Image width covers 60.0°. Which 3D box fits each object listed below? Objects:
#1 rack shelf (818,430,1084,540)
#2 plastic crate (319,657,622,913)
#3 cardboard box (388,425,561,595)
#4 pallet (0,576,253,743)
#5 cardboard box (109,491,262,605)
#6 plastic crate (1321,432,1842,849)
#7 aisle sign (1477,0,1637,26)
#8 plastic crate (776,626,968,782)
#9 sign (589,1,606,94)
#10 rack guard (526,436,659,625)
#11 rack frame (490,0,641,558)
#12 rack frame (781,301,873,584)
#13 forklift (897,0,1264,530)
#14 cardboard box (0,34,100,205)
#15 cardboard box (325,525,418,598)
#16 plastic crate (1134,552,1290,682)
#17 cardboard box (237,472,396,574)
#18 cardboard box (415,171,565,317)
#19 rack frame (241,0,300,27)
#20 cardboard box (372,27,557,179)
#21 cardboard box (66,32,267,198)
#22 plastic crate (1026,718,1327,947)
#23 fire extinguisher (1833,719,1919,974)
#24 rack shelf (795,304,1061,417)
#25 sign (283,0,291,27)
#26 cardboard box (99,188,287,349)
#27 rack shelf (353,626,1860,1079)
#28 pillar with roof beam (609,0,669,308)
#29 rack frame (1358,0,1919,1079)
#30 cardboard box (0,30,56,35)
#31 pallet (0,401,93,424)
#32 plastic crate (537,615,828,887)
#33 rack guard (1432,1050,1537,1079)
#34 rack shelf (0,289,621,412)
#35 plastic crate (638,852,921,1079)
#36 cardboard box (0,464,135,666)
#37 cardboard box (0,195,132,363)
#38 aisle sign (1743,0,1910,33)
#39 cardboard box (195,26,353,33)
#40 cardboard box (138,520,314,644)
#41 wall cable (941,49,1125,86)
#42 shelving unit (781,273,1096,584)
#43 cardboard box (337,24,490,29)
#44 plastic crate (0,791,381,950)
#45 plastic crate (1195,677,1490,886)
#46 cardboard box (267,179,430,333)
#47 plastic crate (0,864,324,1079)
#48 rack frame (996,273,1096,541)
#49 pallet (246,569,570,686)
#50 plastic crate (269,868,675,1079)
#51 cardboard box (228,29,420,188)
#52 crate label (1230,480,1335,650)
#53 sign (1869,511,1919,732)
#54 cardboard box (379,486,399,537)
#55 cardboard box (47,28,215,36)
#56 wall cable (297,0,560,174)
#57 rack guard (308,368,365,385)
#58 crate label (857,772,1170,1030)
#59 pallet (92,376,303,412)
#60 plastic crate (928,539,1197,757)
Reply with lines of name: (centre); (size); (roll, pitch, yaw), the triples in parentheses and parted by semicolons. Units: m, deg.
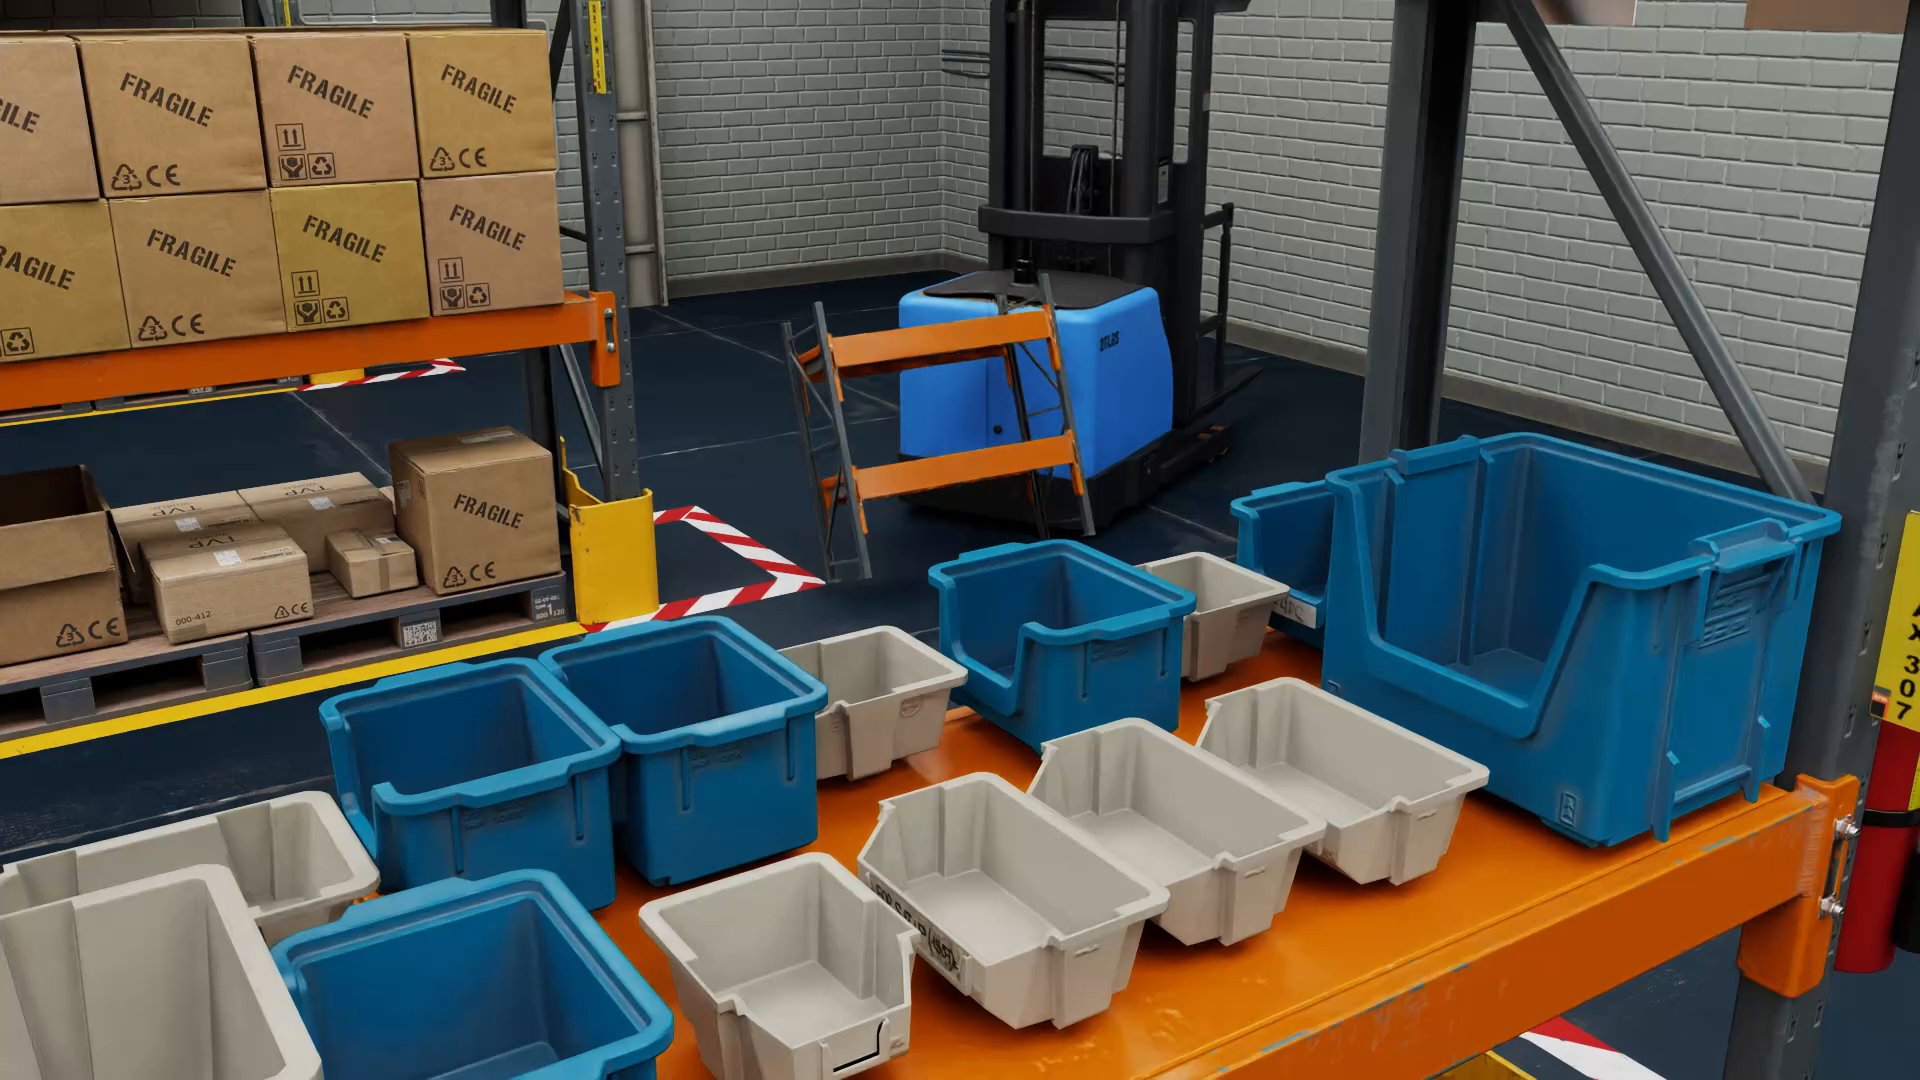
rack shelf: (-0.051, -0.230, 7.074); (1.000, 0.278, 0.538); (-11, 1, -22)
plastic crate: (-0.641, 0.348, 2.199); (0.300, 0.233, 0.416); (-12, 22, -31)
cardboard box: (-1.944, -0.131, 6.665); (0.500, 0.500, 0.500); (-12, 22, -31)
pallet: (-3.372, 0.420, 6.173); (1.213, 0.211, 1.003); (-12, 22, -31)
cardboard box: (-3.070, 0.022, 6.604); (0.500, 0.250, 0.500); (-12, 22, -31)
plastic crate: (0.919, 0.121, 2.555); (0.499, 0.435, 0.616); (-12, 22, -31)
aisle sign: (0.993, -1.267, 2.749); (0.004, 0.787, 0.394); (-12, 22, -31)
plastic crate: (-0.171, 0.263, 2.602); (0.298, 0.136, 0.250); (-12, 22, -31)
sign: (-1.337, -1.815, 6.128); (0.005, 0.325, 0.100); (-12, 22, -31)
rack guard: (-1.688, -0.071, 7.174); (0.348, 0.500, 1.175); (-12, 22, -31)
rack frame: (-1.625, -1.269, 6.814); (0.127, 3.000, 1.000); (-12, 22, -31)
rack frame: (-0.558, -0.384, 6.879); (0.032, 1.125, 0.500); (-11, 1, -22)
forklift: (0.842, -1.860, 8.671); (1.130, 2.935, 3.031); (10, 21, 27)
cardboard box: (-3.126, -1.365, 5.383); (0.500, 0.500, 0.500); (-11, 22, -30)
cardboard box: (-2.331, 0.074, 6.579); (0.250, 0.166, 0.380); (-12, 22, -31)
plastic crate: (0.395, 0.143, 2.955); (0.298, 0.136, 0.250); (-12, 22, -31)
cardboard box: (-2.653, -0.066, 6.864); (0.500, 0.250, 0.500); (-12, 22, -31)
cardboard box: (-1.849, -1.164, 6.349); (0.500, 0.500, 0.500); (-11, 22, -30)
rack frame: (-4.353, -2.593, 10.731); (0.127, 3.000, 1.000); (-12, 22, -31)
cardboard box: (-1.845, -1.638, 6.188); (0.500, 0.500, 0.500); (-12, 22, -32)
cardboard box: (-2.697, -1.456, 5.650); (0.500, 0.500, 0.500); (-11, 22, -30)
plastic crate: (0.265, 0.393, 2.218); (0.243, 0.136, 0.396); (-12, 22, -31)
fire extinguisher: (1.472, 0.365, 2.684); (0.183, 0.674, 0.296); (-12, 22, -31)
rack shelf: (-0.148, -0.759, 7.067); (1.000, 0.278, 0.538); (-11, 1, -22)
sign: (-4.066, -3.106, 10.071); (0.005, 0.325, 0.100); (-12, 22, -31)
cardboard box: (-2.700, -0.986, 5.820); (0.500, 0.500, 0.500); (-12, 22, -31)
rack shelf: (-0.574, 0.750, 1.966); (4.000, 0.370, 1.077); (-12, 22, -31)
pillar with roof beam: (-0.206, -4.990, 8.455); (0.400, 9.000, 9.100); (-12, 22, -31)
rack frame: (1.098, 0.058, 2.890); (0.053, 2.616, 0.949); (-12, 22, -31)
cardboard box: (-3.417, -1.511, 5.814); (0.500, 0.500, 0.500); (-12, 22, -32)
pallet: (-5.995, -0.897, 10.067); (1.213, 0.211, 1.003); (-12, 22, -31)
plastic crate: (-0.391, 0.295, 2.356); (0.300, 0.233, 0.416); (-12, 22, -31)
rack guard: (1.109, 1.233, 3.316); (0.348, 0.500, 1.175); (-12, 22, -31)
rack shelf: (-3.295, -0.576, 5.887); (4.000, 0.370, 1.077); (-12, 22, -31)
plastic crate: (-0.192, 0.505, 1.884); (0.250, 0.136, 0.298); (-12, 22, -31)
cardboard box: (-3.399, 0.078, 6.042); (0.637, 0.503, 0.797); (-12, 22, -31)
cardboard box: (-3.121, -0.897, 5.558); (0.500, 0.500, 0.500); (-12, 22, -32)
aisle sign: (1.317, -1.109, 2.282); (0.004, 0.787, 0.394); (-12, 22, -31)
cardboard box: (-2.573, -1.688, 6.337); (0.500, 0.500, 0.500); (-12, 22, -31)
cardboard box: (-2.754, 0.147, 6.234); (0.500, 0.250, 0.500); (-12, 22, -31)
wall cable: (0.568, -4.865, 12.932); (0.112, 2.526, 3.097); (-12, 22, -31)
shelving unit: (-0.095, -0.471, 7.071); (1.048, 1.125, 0.538); (-11, 1, -22)
cardboard box: (-2.141, -1.782, 6.615); (0.500, 0.500, 0.500); (-11, 22, -30)
plastic crate: (-0.956, 0.471, 1.986); (0.466, 0.136, 0.293); (-12, 22, -31)
plastic crate: (0.515, 0.346, 2.357); (0.243, 0.136, 0.396); (-12, 22, -31)
cardboard box: (-2.281, -1.072, 6.076); (0.500, 0.500, 0.500); (-12, 22, -31)
plastic crate: (-0.868, 0.570, 1.468); (0.530, 0.282, 0.437); (-12, 22, -31)
rack frame: (0.368, -0.558, 7.262); (0.032, 1.125, 0.500); (-11, 1, -22)
pallet: (-2.354, 0.207, 6.805); (1.213, 0.211, 1.003); (-12, 22, -31)
plastic crate: (-0.478, 0.538, 1.637); (0.300, 0.233, 0.416); (-12, 22, -31)
cardboard box: (-2.267, -1.548, 5.924); (0.500, 0.500, 0.500); (-11, 22, -30)
crate label: (0.709, 0.063, 3.042); (0.303, 0.233, 0.416); (-12, 22, -31)
sign: (1.412, 0.124, 2.440); (0.005, 0.325, 0.100); (-12, 22, -31)
cardboard box: (-2.373, -0.109, 7.120); (0.250, 0.166, 0.380); (-12, 22, -31)
cardboard box: (-2.994, -1.601, 6.080); (0.500, 0.500, 0.500); (-12, 22, -31)
wall cable: (-3.803, -3.553, 11.984); (1.851, 1.984, 0.084); (-12, 22, -31)
rack guard: (-4.332, -1.413, 11.144); (0.348, 0.500, 1.175); (-12, 22, -31)
crate label: (0.045, 0.448, 2.053); (0.243, 0.136, 0.396); (-12, 22, -31)
pallet: (-4.977, -1.110, 10.699); (1.213, 0.211, 1.003); (-12, 22, -31)
plastic crate: (0.159, 0.179, 2.699); (0.300, 0.233, 0.416); (-12, 22, -31)
